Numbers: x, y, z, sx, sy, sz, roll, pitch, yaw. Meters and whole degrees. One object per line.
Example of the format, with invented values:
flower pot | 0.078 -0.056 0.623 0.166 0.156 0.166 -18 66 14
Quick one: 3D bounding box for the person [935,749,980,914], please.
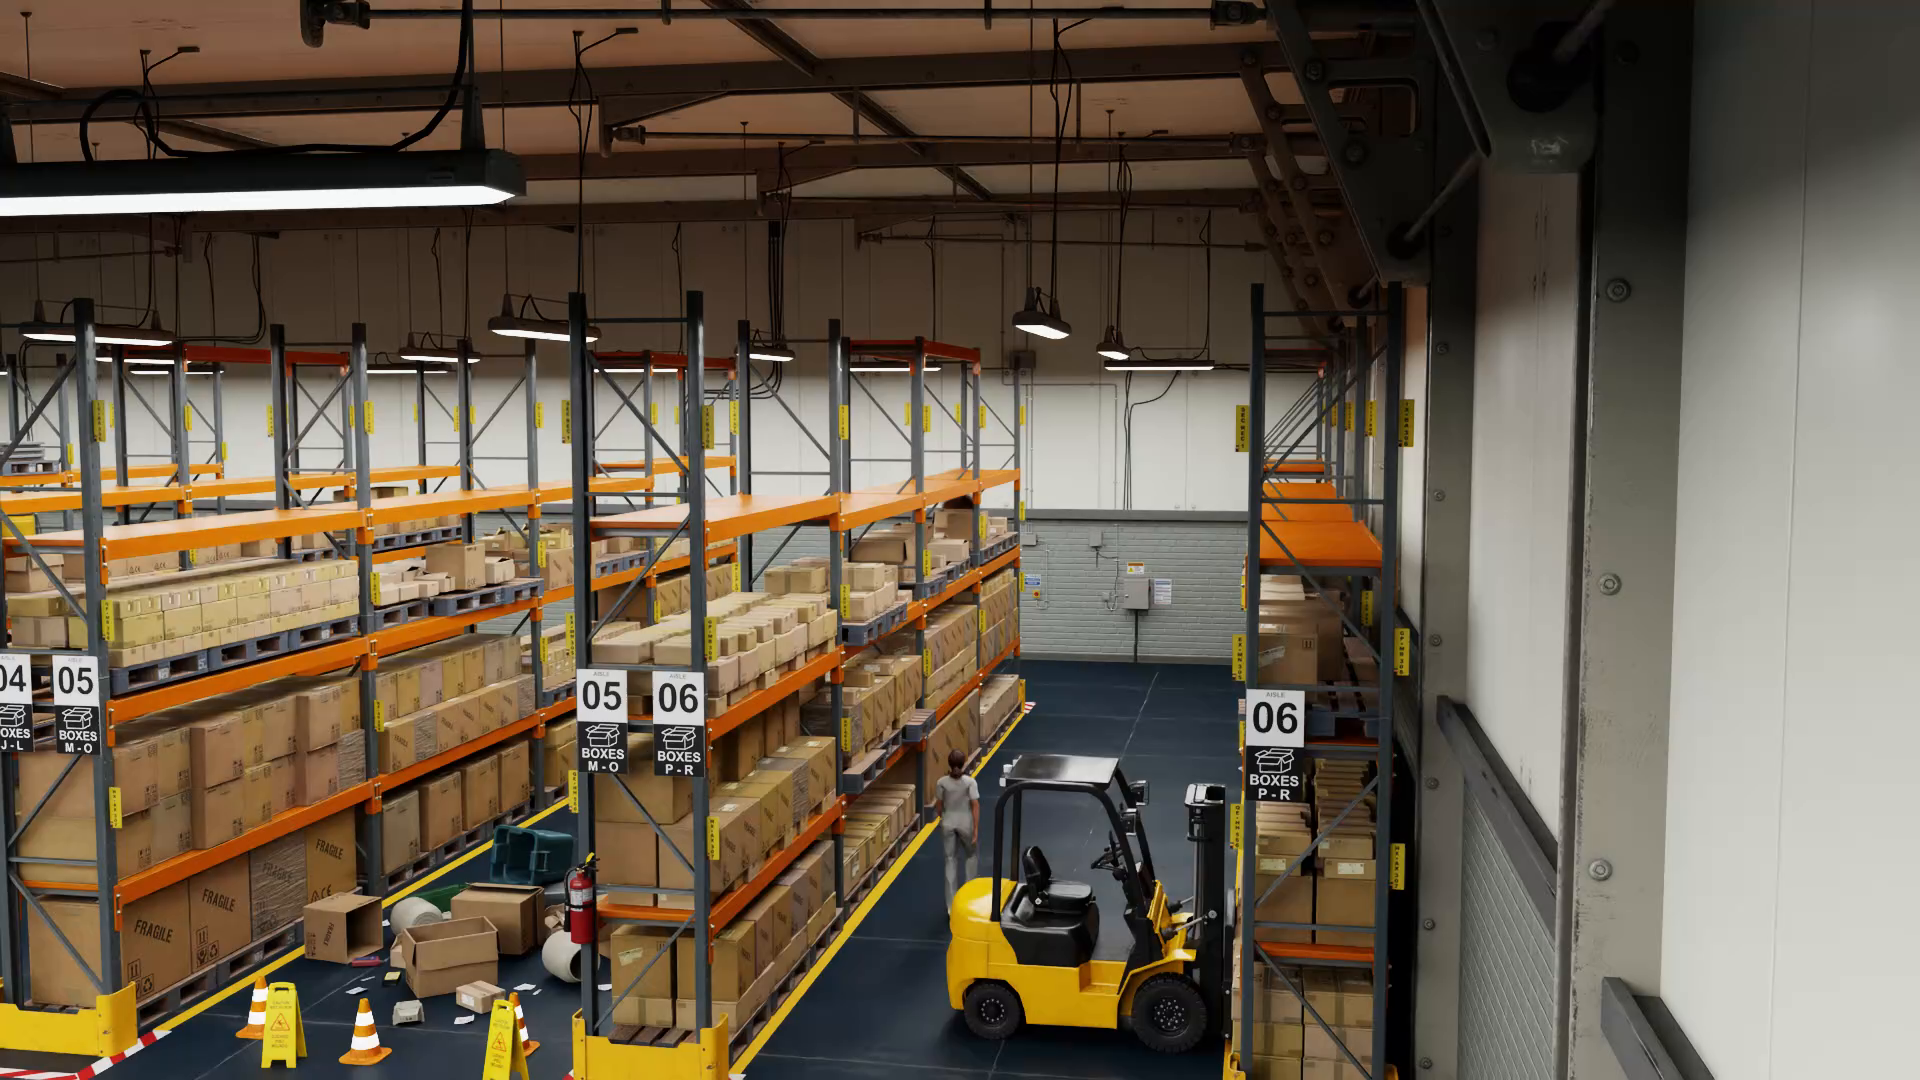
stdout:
person | -0.018 2.970 16.992 0.469 1.673 0.676 1 5 8
